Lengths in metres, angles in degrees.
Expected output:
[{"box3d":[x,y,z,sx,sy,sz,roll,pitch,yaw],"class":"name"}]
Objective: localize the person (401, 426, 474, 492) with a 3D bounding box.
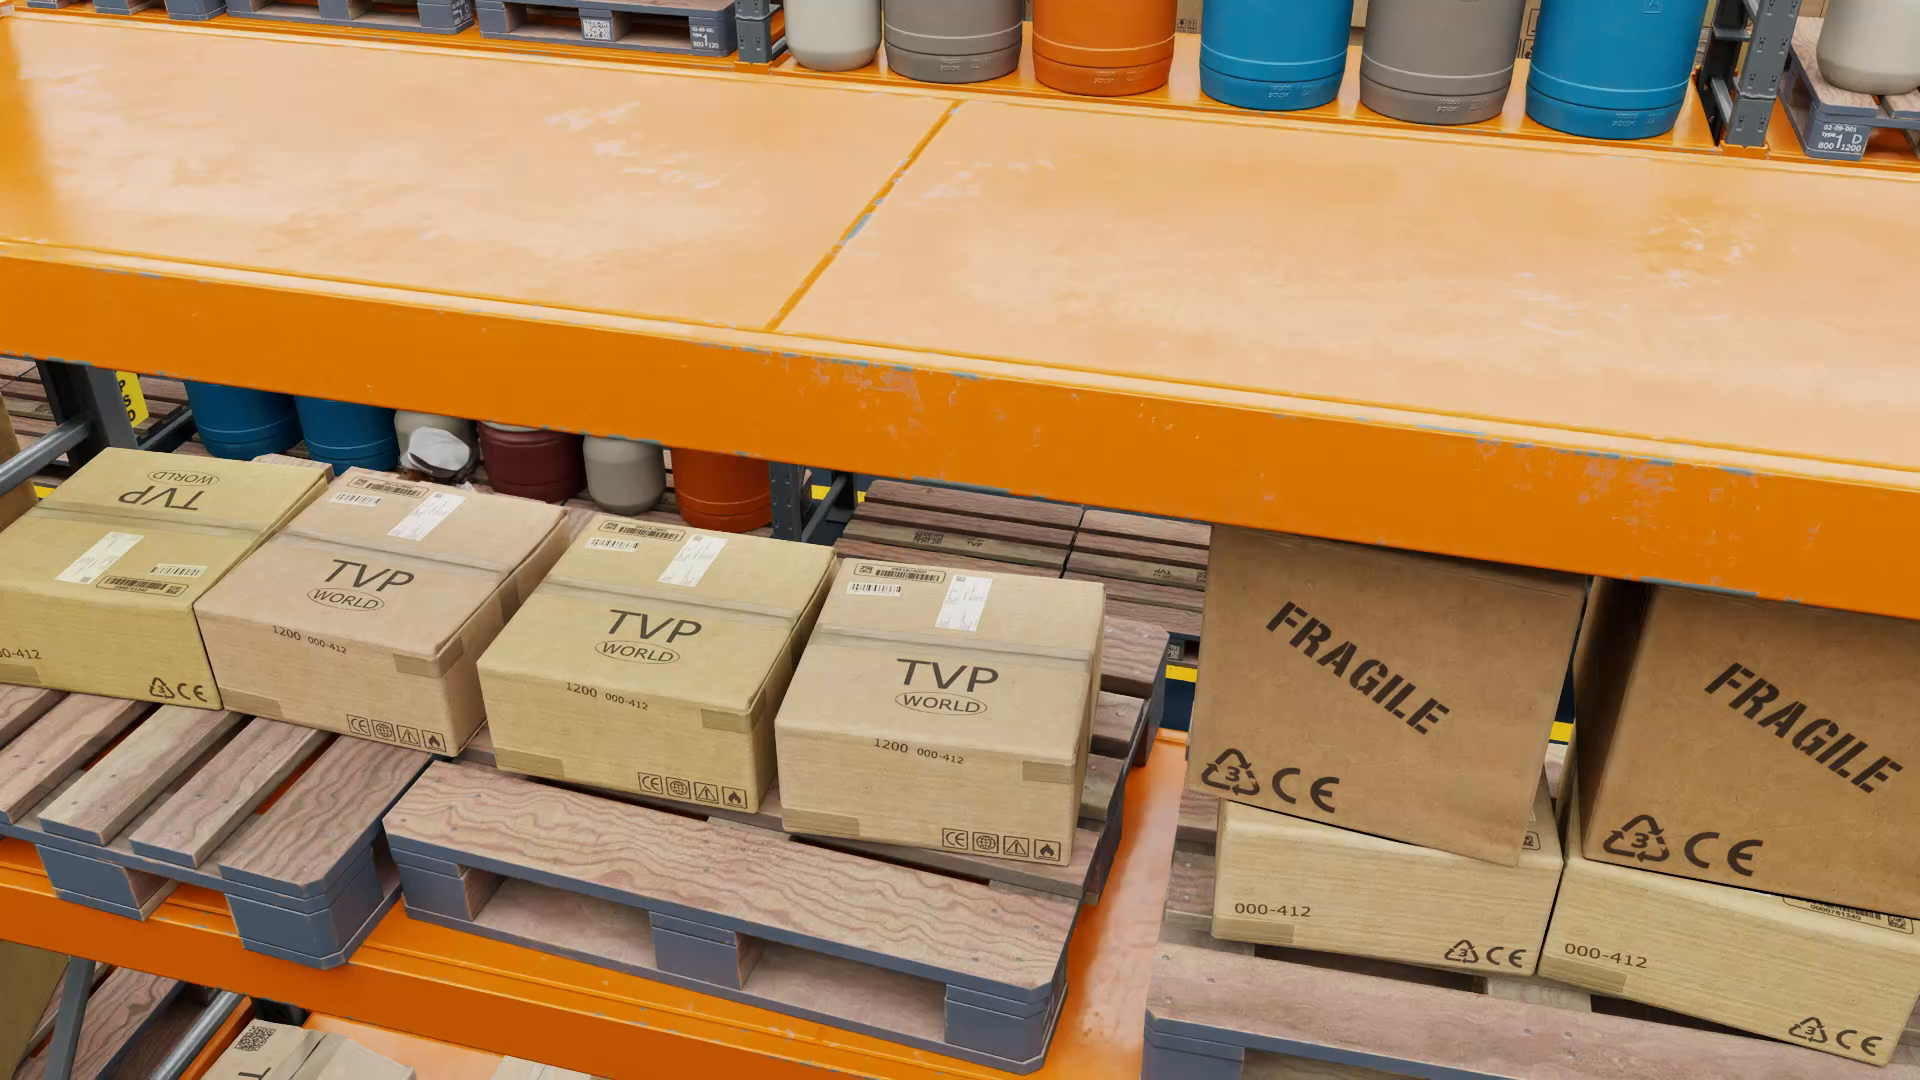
[{"box3d":[-2.220,0.287,7.170,0.441,1.714,0.440,-5,33,-8],"class":"person"}]
